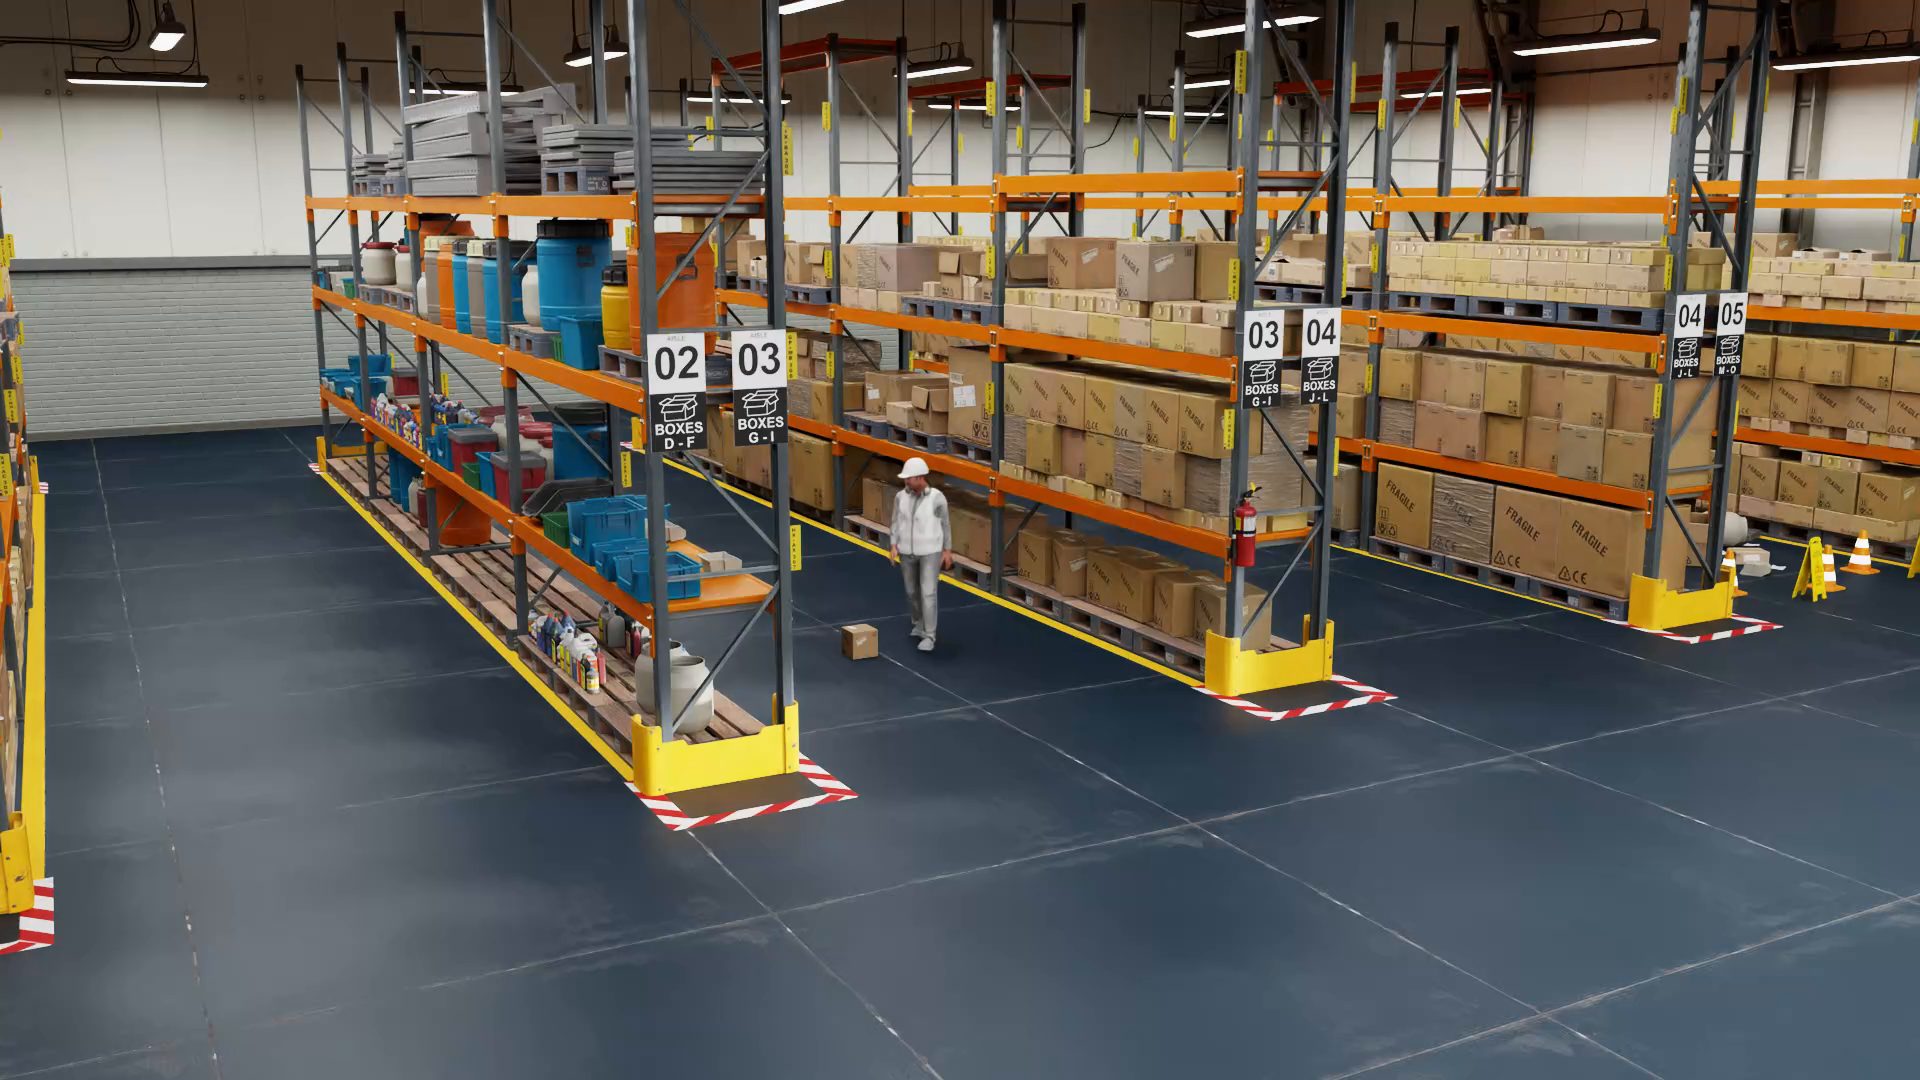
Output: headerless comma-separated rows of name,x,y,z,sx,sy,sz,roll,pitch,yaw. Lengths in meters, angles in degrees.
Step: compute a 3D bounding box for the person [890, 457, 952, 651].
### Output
person,-0.404,0.107,15.325,0.561,1.736,0.863,4,12,21
